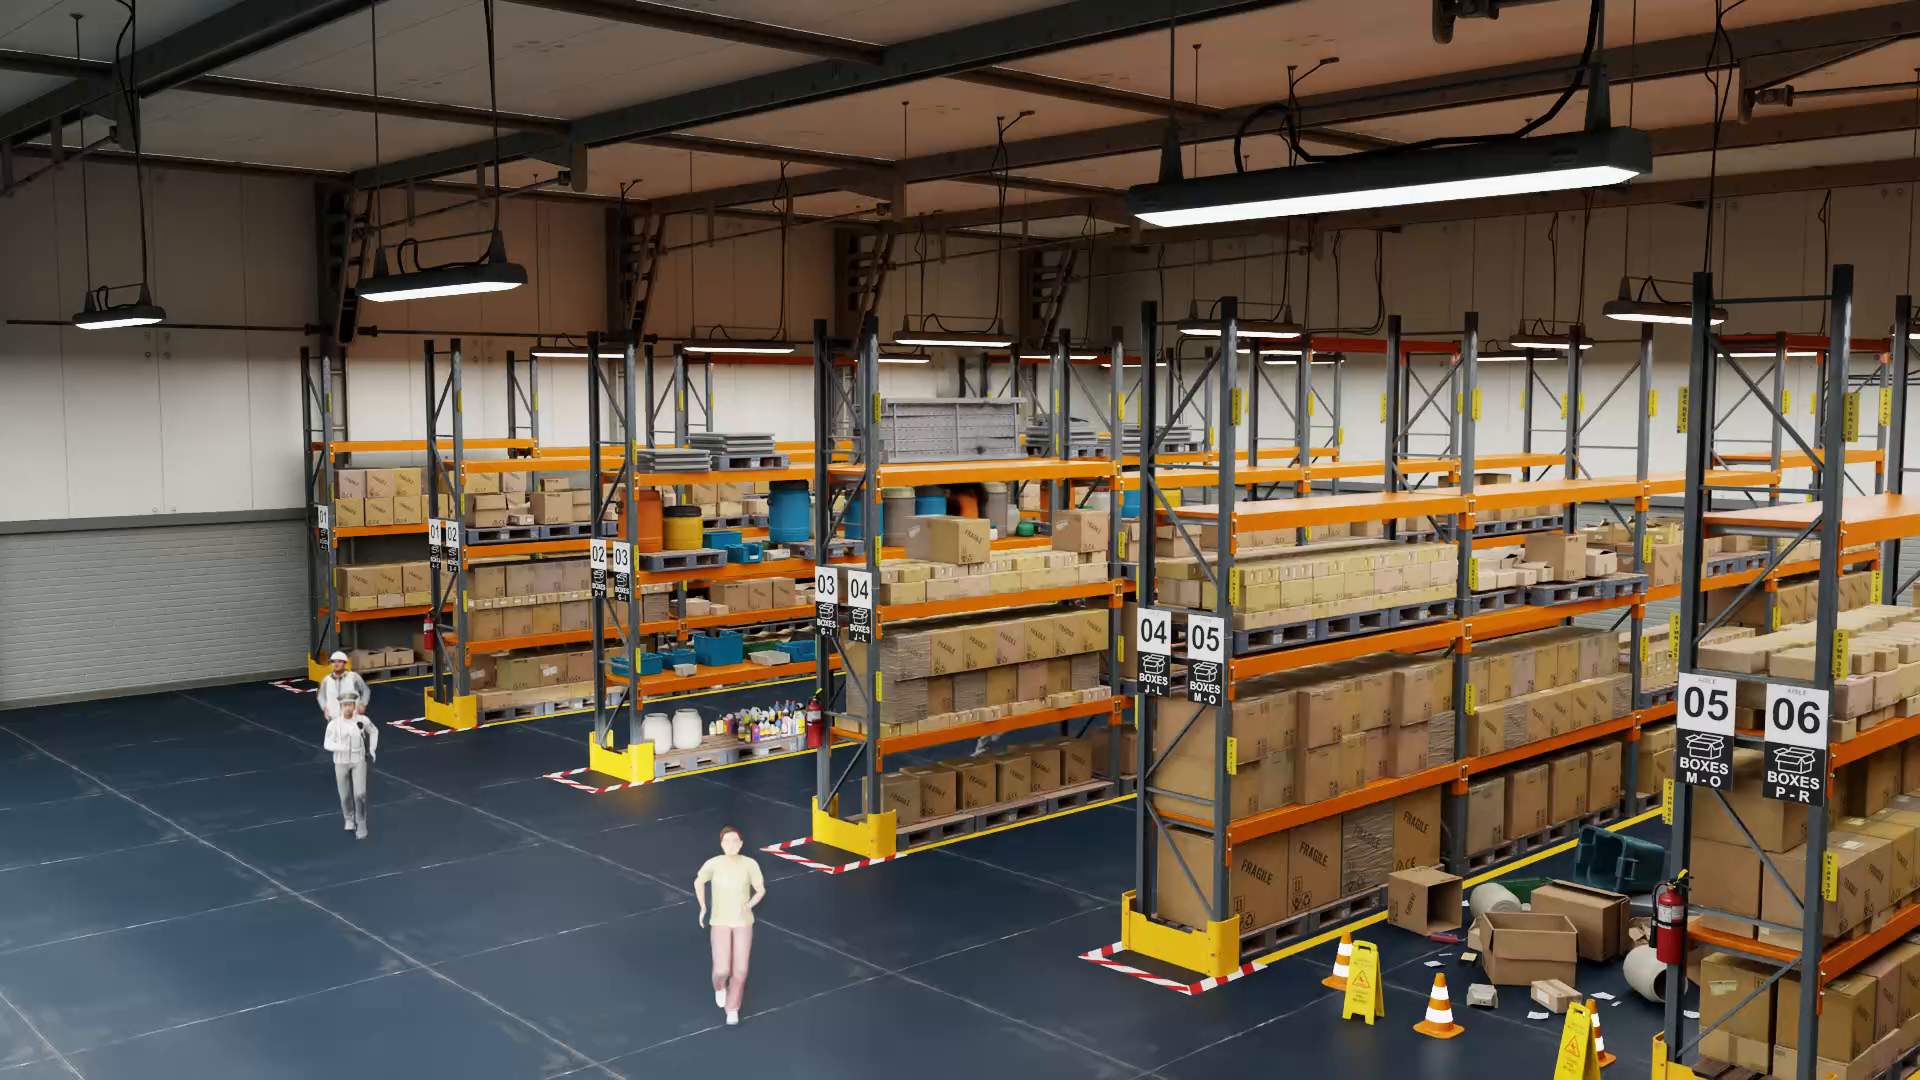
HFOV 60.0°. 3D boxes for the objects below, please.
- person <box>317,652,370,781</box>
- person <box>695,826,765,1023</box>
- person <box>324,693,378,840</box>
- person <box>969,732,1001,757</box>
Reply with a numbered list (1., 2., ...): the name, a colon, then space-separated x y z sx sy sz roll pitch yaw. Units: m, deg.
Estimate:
1. person: -8.240 2.355 22.207 0.668 1.736 0.523 -1 5 -11
2. person: -1.876 3.156 13.622 0.573 1.630 0.537 -1 5 -10
3. person: -7.076 2.625 19.342 0.579 1.725 0.683 -1 5 -17
4. person: 0.388 2.043 22.249 0.702 1.767 0.804 4 6 37
